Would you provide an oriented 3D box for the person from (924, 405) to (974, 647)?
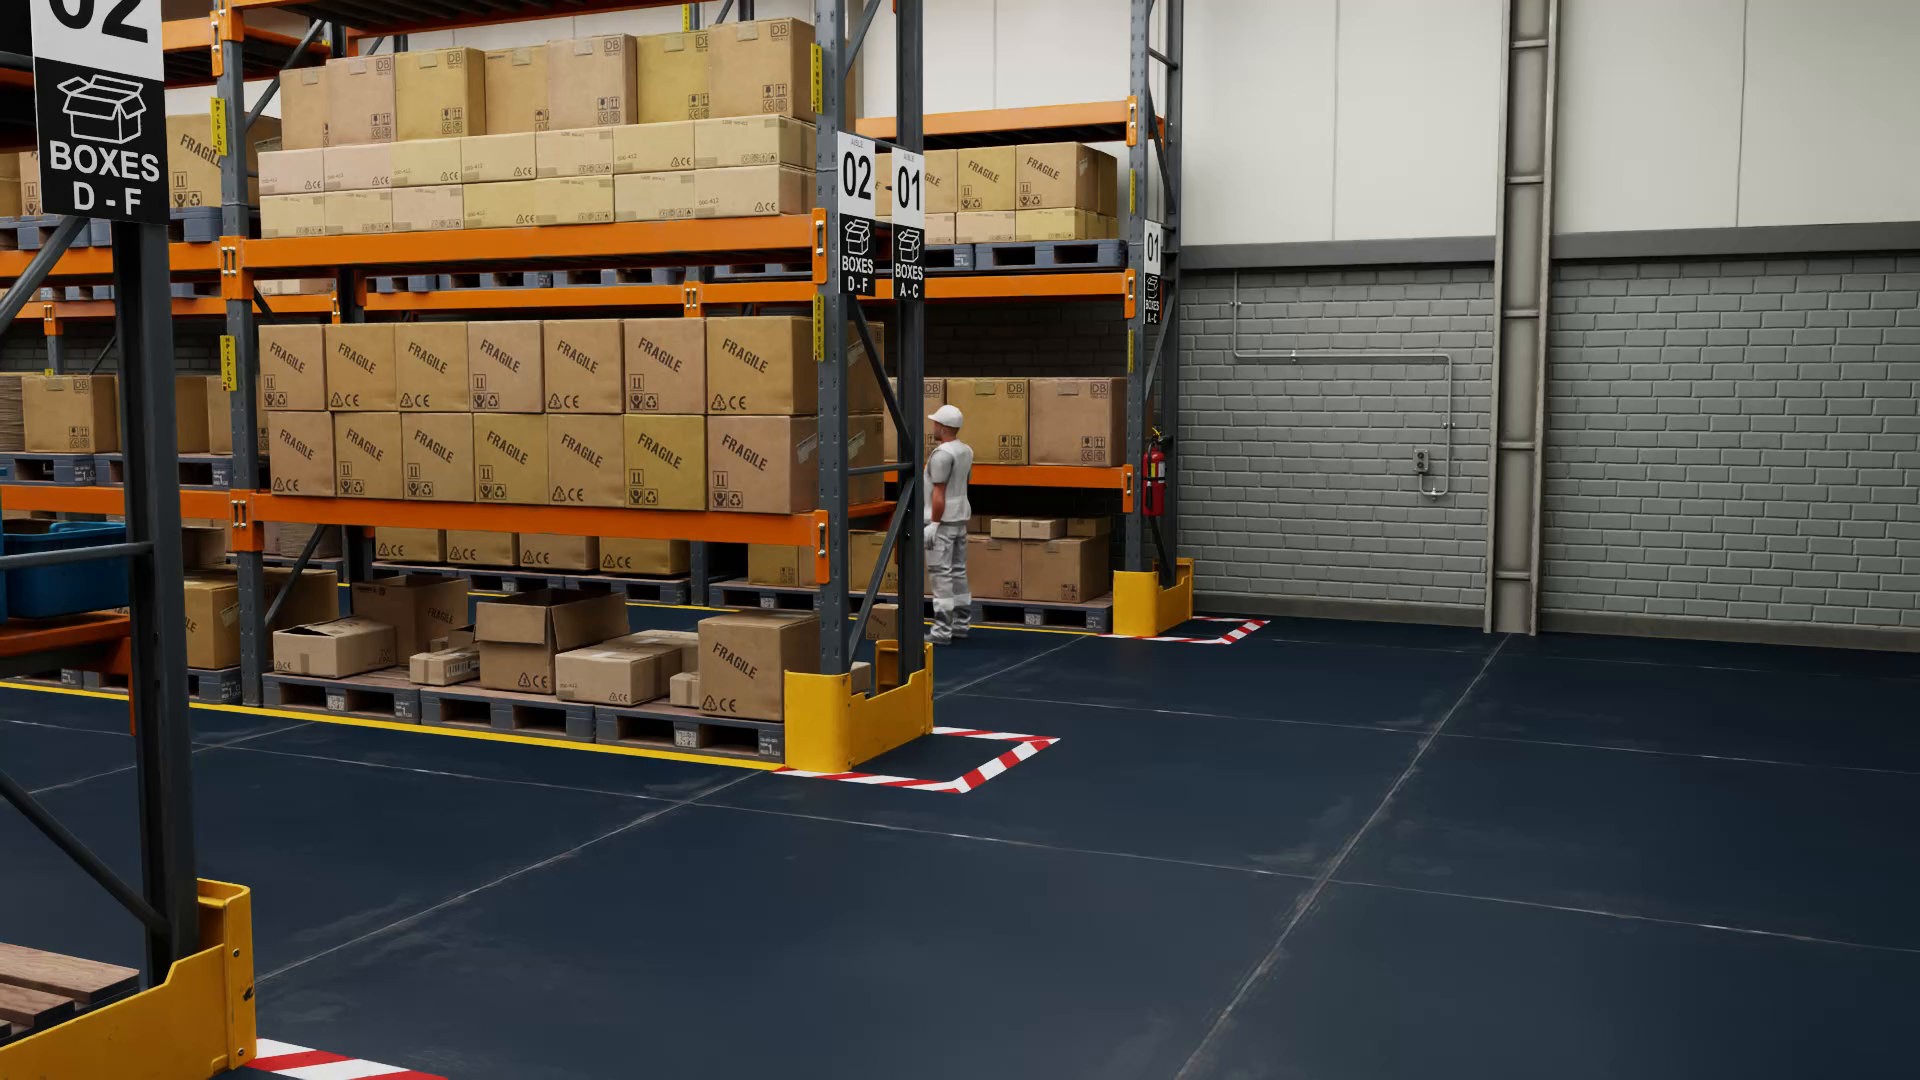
[{"bbox_3d":[-0.136,-0.119,12.531,0.405,1.792,0.570,3,6,29],"label":"person"}]
